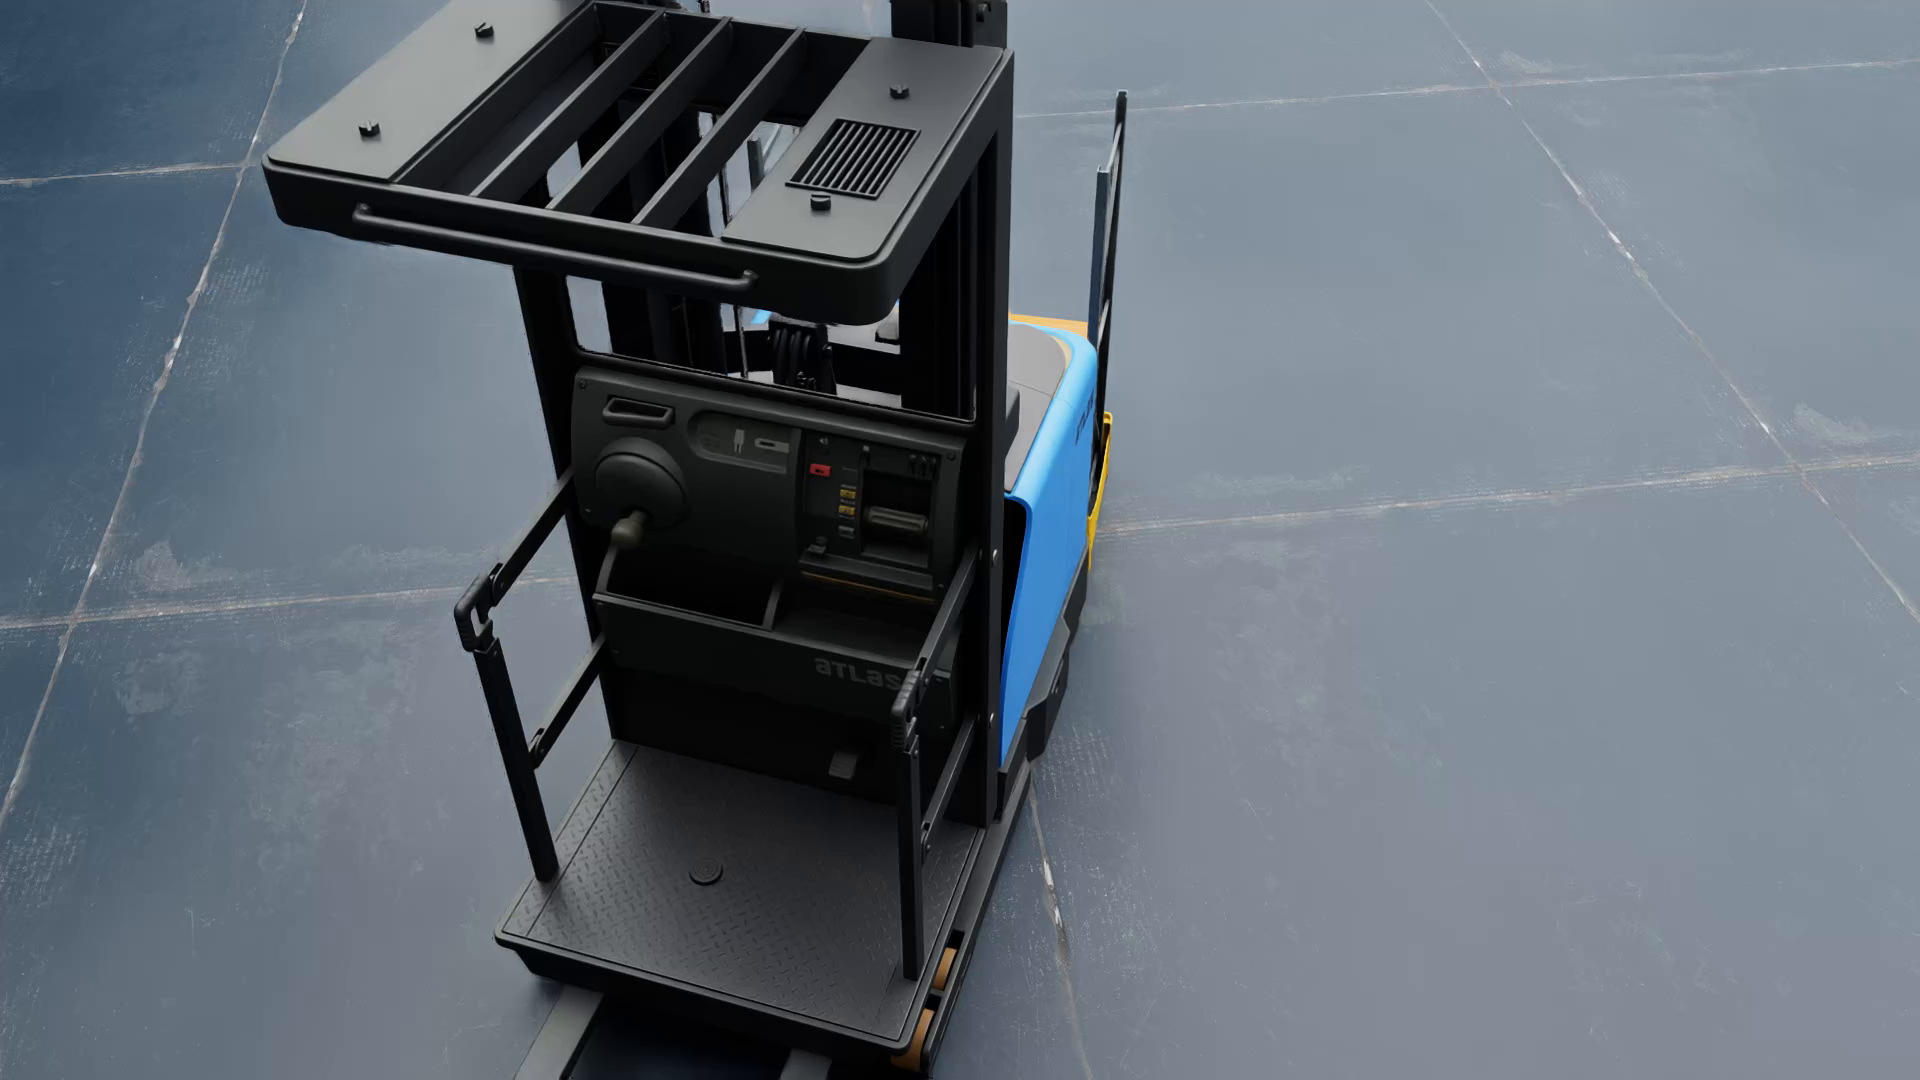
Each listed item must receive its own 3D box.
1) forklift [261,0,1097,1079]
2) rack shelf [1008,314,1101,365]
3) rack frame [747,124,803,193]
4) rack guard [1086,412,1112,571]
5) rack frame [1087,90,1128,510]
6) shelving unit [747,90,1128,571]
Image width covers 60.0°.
[{"bbox_3d":[-0.508,-0.039,3.605,1.130,2.935,3.031,12,43,13],"label":"forklift"},{"bbox_3d":[-0.054,-0.564,5.523,1.000,0.185,0.538,7,42,8],"label":"rack shelf"},{"bbox_3d":[-0.553,-0.762,5.474,0.032,1.500,0.500,7,42,8],"label":"rack frame"},{"bbox_3d":[0.444,-0.170,5.750,0.087,0.250,0.587,7,42,8],"label":"rack guard"},{"bbox_3d":[0.445,-0.635,5.333,0.032,1.500,0.500,7,42,8],"label":"rack frame"},{"bbox_3d":[-0.045,-0.697,5.402,1.083,1.500,0.587,7,42,8],"label":"shelving unit"}]
